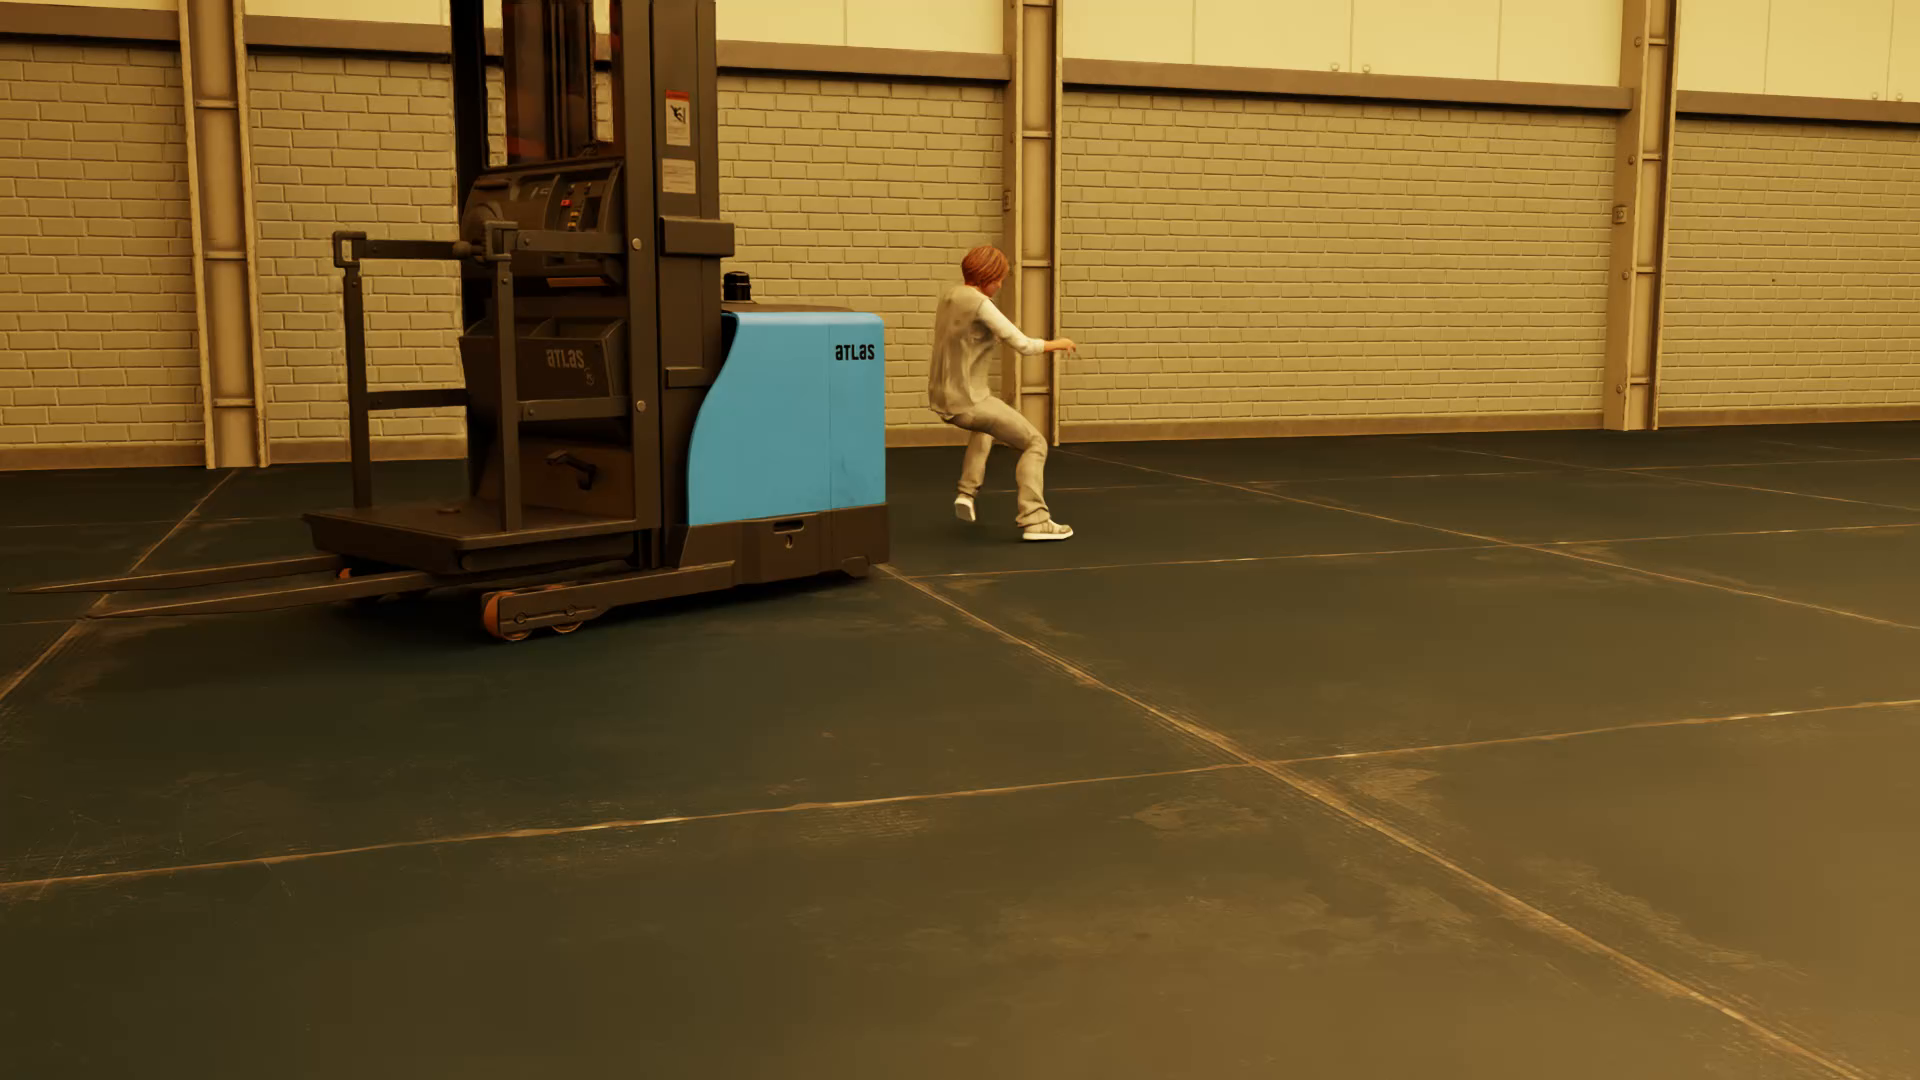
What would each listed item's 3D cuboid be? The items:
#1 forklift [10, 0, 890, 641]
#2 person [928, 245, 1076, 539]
[{"bbox_3d":[-1.656,-1.195,5.835,1.130,2.935,3.031,7,10,42],"label":"forklift"},{"bbox_3d":[0.193,-0.733,8.134,0.678,1.392,0.871,-4,9,-26],"label":"person"}]
